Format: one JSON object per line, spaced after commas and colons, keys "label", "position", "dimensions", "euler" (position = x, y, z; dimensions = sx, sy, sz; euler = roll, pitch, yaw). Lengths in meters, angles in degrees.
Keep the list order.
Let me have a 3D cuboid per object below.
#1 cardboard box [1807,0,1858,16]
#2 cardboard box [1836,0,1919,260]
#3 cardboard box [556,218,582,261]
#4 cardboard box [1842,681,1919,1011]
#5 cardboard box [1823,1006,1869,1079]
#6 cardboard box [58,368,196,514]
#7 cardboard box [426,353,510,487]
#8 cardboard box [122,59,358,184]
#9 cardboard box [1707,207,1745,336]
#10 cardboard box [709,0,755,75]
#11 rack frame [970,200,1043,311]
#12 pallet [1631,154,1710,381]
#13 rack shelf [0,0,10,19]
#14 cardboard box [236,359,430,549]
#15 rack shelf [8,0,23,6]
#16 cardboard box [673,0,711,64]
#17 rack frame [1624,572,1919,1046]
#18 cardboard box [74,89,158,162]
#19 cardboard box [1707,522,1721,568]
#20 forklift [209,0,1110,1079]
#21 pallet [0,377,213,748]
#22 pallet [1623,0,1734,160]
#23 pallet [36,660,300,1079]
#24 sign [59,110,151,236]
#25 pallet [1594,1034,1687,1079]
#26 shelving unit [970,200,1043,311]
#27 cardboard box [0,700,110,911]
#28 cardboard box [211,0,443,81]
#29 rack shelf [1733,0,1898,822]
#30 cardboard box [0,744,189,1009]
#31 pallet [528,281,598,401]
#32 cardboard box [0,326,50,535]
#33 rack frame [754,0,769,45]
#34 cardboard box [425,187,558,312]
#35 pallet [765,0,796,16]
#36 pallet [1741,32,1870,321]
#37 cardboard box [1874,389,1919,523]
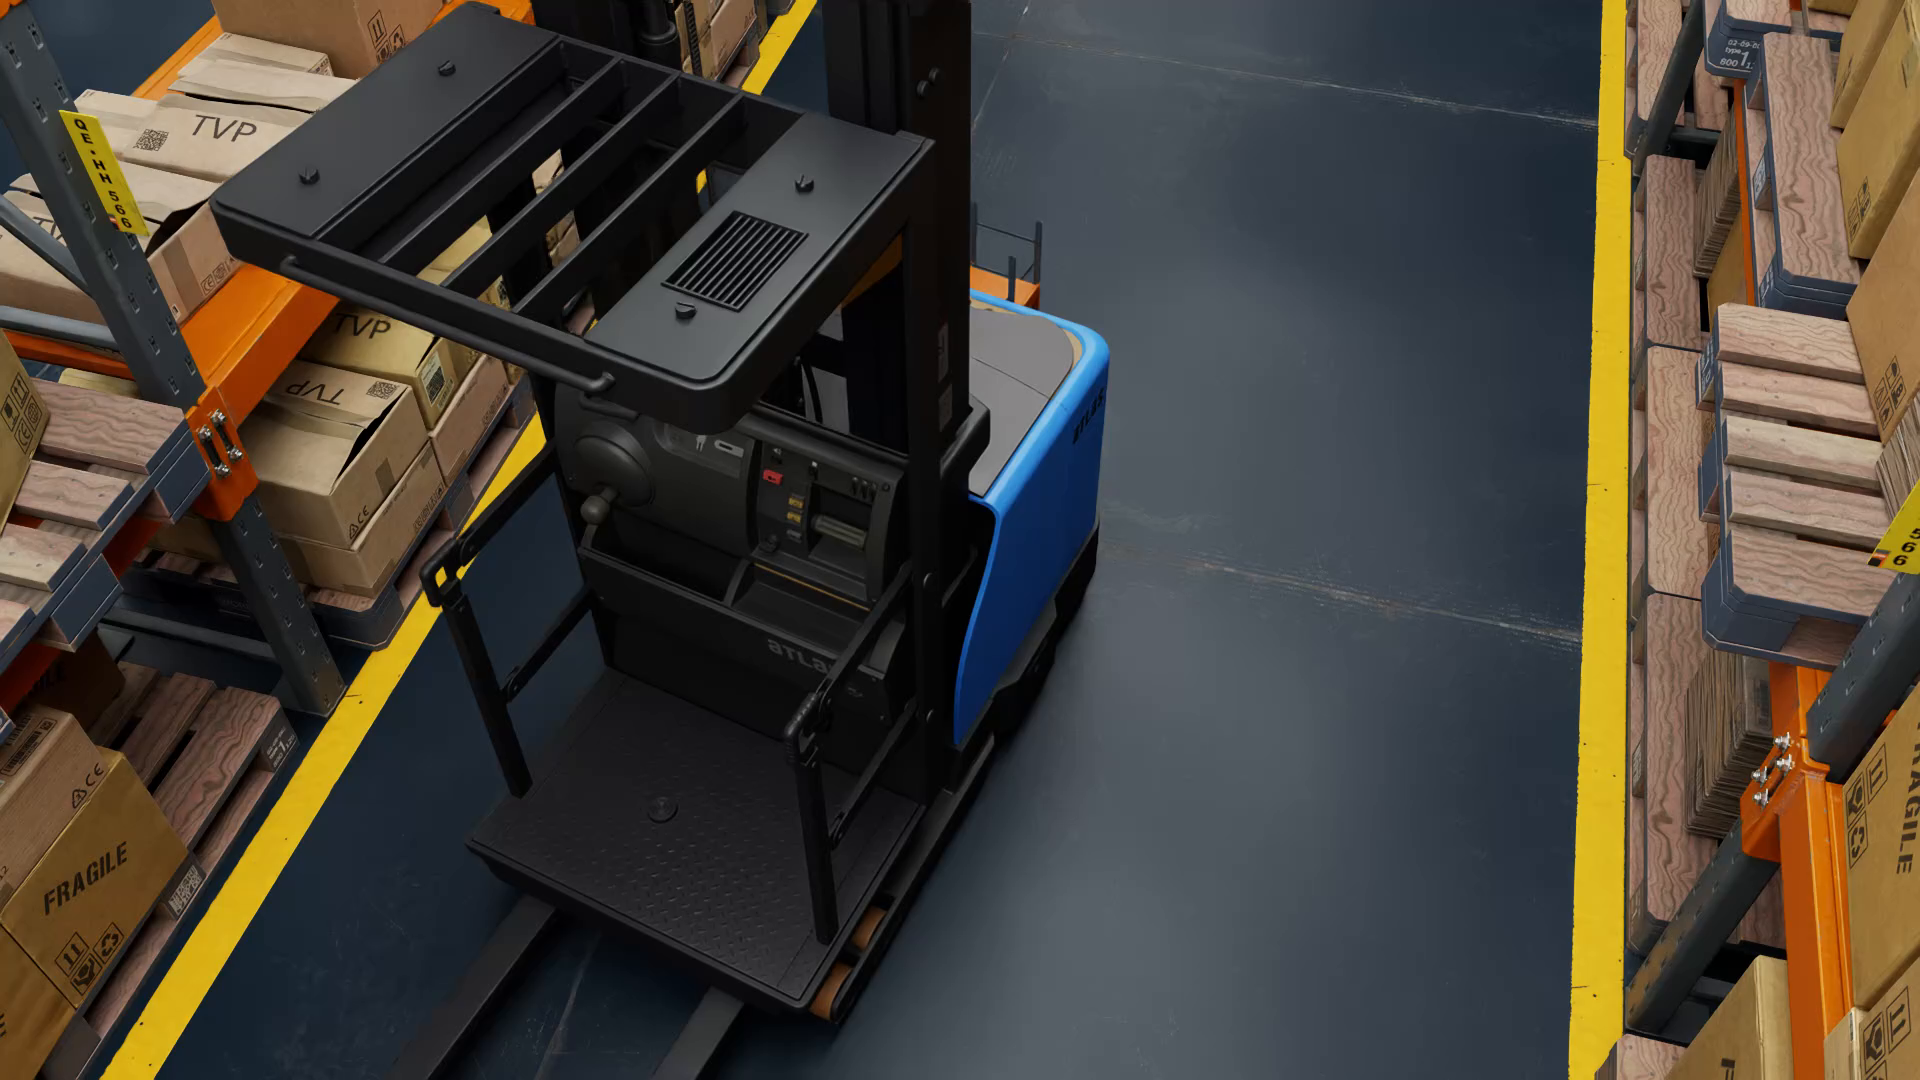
{"label": "cardboard box", "position": [3.053, -1.901, 5.067], "dimensions": [0.700, 0.500, 0.500], "euler": [16, 51, 14]}
{"label": "cardboard box", "position": [2.742, -1.020, 4.289], "dimensions": [0.700, 0.500, 0.500], "euler": [12, 50, 10]}
{"label": "cardboard box", "position": [-1.640, -1.230, 6.389], "dimensions": [0.500, 0.250, 0.500], "euler": [12, 50, 11]}
{"label": "cardboard box", "position": [1.947, 0.569, 2.969], "dimensions": [0.500, 0.500, 0.500], "euler": [13, 50, 11]}
{"label": "cardboard box", "position": [1.785, 1.031, 2.993], "dimensions": [0.380, 0.149, 0.250], "euler": [13, 50, 11]}
{"label": "cardboard box", "position": [-2.558, -0.411, 5.292], "dimensions": [0.500, 0.311, 0.500], "euler": [13, 50, 11]}
{"label": "cardboard box", "position": [-1.906, -0.482, 5.729], "dimensions": [0.500, 0.250, 0.500], "euler": [10, 49, 9]}
{"label": "cardboard box", "position": [-2.036, -1.148, 4.822], "dimensions": [0.500, 0.311, 0.500], "euler": [11, 49, 10]}
{"label": "cardboard box", "position": [3.109, -0.886, 5.905], "dimensions": [0.700, 0.500, 0.500], "euler": [11, 49, 9]}
{"label": "cardboard box", "position": [-1.235, -2.334, 7.363], "dimensions": [0.500, 0.250, 0.500], "euler": [11, 50, 10]}
{"label": "rack frame", "position": [0.140, -0.597, 5.476], "dimensions": [0.240, 1.200, 0.006], "euler": [21, 52, 18]}
{"label": "pallet", "position": [3.171, -1.001, 6.492], "dimensions": [1.003, 0.211, 1.213], "euler": [12, 50, 10]}
{"label": "rack shelf", "position": [-2.985, 0.124, 2.119], "dimensions": [1.077, 0.370, 4.000], "euler": [12, 50, 10]}
{"label": "cardboard box", "position": [-2.037, -0.304, 5.197], "dimensions": [0.500, 0.311, 0.500], "euler": [13, 50, 11]}
{"label": "rack shelf", "position": [-1.932, -2.770, 4.673], "dimensions": [1.077, 0.370, 4.000], "euler": [12, 50, 10]}
{"label": "cardboard box", "position": [-1.367, -2.149, 6.826], "dimensions": [0.500, 0.311, 0.500], "euler": [13, 50, 11]}
{"label": "rack frame", "position": [2.321, 0.406, 3.391], "dimensions": [1.000, 3.000, 0.127], "euler": [12, 50, 10]}
{"label": "cardboard box", "position": [-2.488, -1.190, 4.968], "dimensions": [0.380, 0.149, 0.250], "euler": [12, 50, 10]}
{"label": "cardboard box", "position": [2.812, -0.158, 5.262], "dimensions": [0.700, 0.500, 0.500], "euler": [11, 50, 10]}
{"label": "forklift", "position": [-0.666, -0.042, 3.832], "dimensions": [1.130, 2.935, 3.031], "euler": [21, 52, 18]}
{"label": "pallet", "position": [-2.569, -0.001, 3.878], "dimensions": [1.213, 0.211, 1.003], "euler": [12, 50, 10]}
{"label": "pallet", "position": [3.517, -2.057, 7.425], "dimensions": [1.003, 0.211, 1.213], "euler": [12, 50, 10]}
{"label": "pallet", "position": [-2.692, 0.887, 4.827], "dimensions": [1.003, 0.211, 1.213], "euler": [12, 50, 10]}
{"label": "sign", "position": [-1.933, -0.825, 3.758], "dimensions": [0.100, 0.325, 0.005], "euler": [12, 50, 10]}
{"label": "pallet", "position": [2.041, 1.885, 3.946], "dimensions": [1.003, 0.211, 1.213], "euler": [12, 50, 10]}
{"label": "shelving unit", "position": [0.099, -0.536, 5.422], "dimensions": [0.258, 1.200, 0.189], "euler": [21, 52, 18]}
{"label": "cardboard box", "position": [-2.489, 0.629, 4.068], "dimensions": [0.500, 0.250, 0.500], "euler": [13, 50, 11]}
{"label": "cardboard box", "position": [-2.033, -1.818, 5.288], "dimensions": [0.500, 0.500, 0.500], "euler": [9, 49, 8]}
{"label": "rack shelf", "position": [2.848, -0.802, 4.937], "dimensions": [1.077, 0.370, 4.000], "euler": [12, 50, 10]}
{"label": "cardboard box", "position": [-2.478, 0.836, 4.385], "dimensions": [0.500, 0.500, 0.500], "euler": [13, 50, 12]}
{"label": "pallet", "position": [-1.881, -1.113, 6.592], "dimensions": [1.003, 0.211, 1.213], "euler": [12, 50, 10]}
{"label": "cardboard box", "position": [-2.516, -0.263, 3.634], "dimensions": [0.700, 0.500, 0.500], "euler": [-3, 49, -3]}
{"label": "rack frame", "position": [-1.406, -3.462, 6.805], "dimensions": [1.000, 3.000, 0.127], "euler": [12, 50, 10]}
{"label": "cardboard box", "position": [-1.771, -1.054, 5.859], "dimensions": [0.500, 0.311, 0.500], "euler": [10, 49, 9]}
{"label": "pallet", "position": [-1.156, -3.106, 8.350], "dimensions": [1.003, 0.211, 1.213], "euler": [12, 50, 10]}
{"label": "pallet", "position": [2.803, -0.970, 4.733], "dimensions": [1.003, 0.211, 1.213], "euler": [12, 50, 10]}
{"label": "cardboard box", "position": [2.435, -0.114, 3.490], "dimensions": [0.700, 0.500, 0.500], "euler": [6, 49, 6]}
